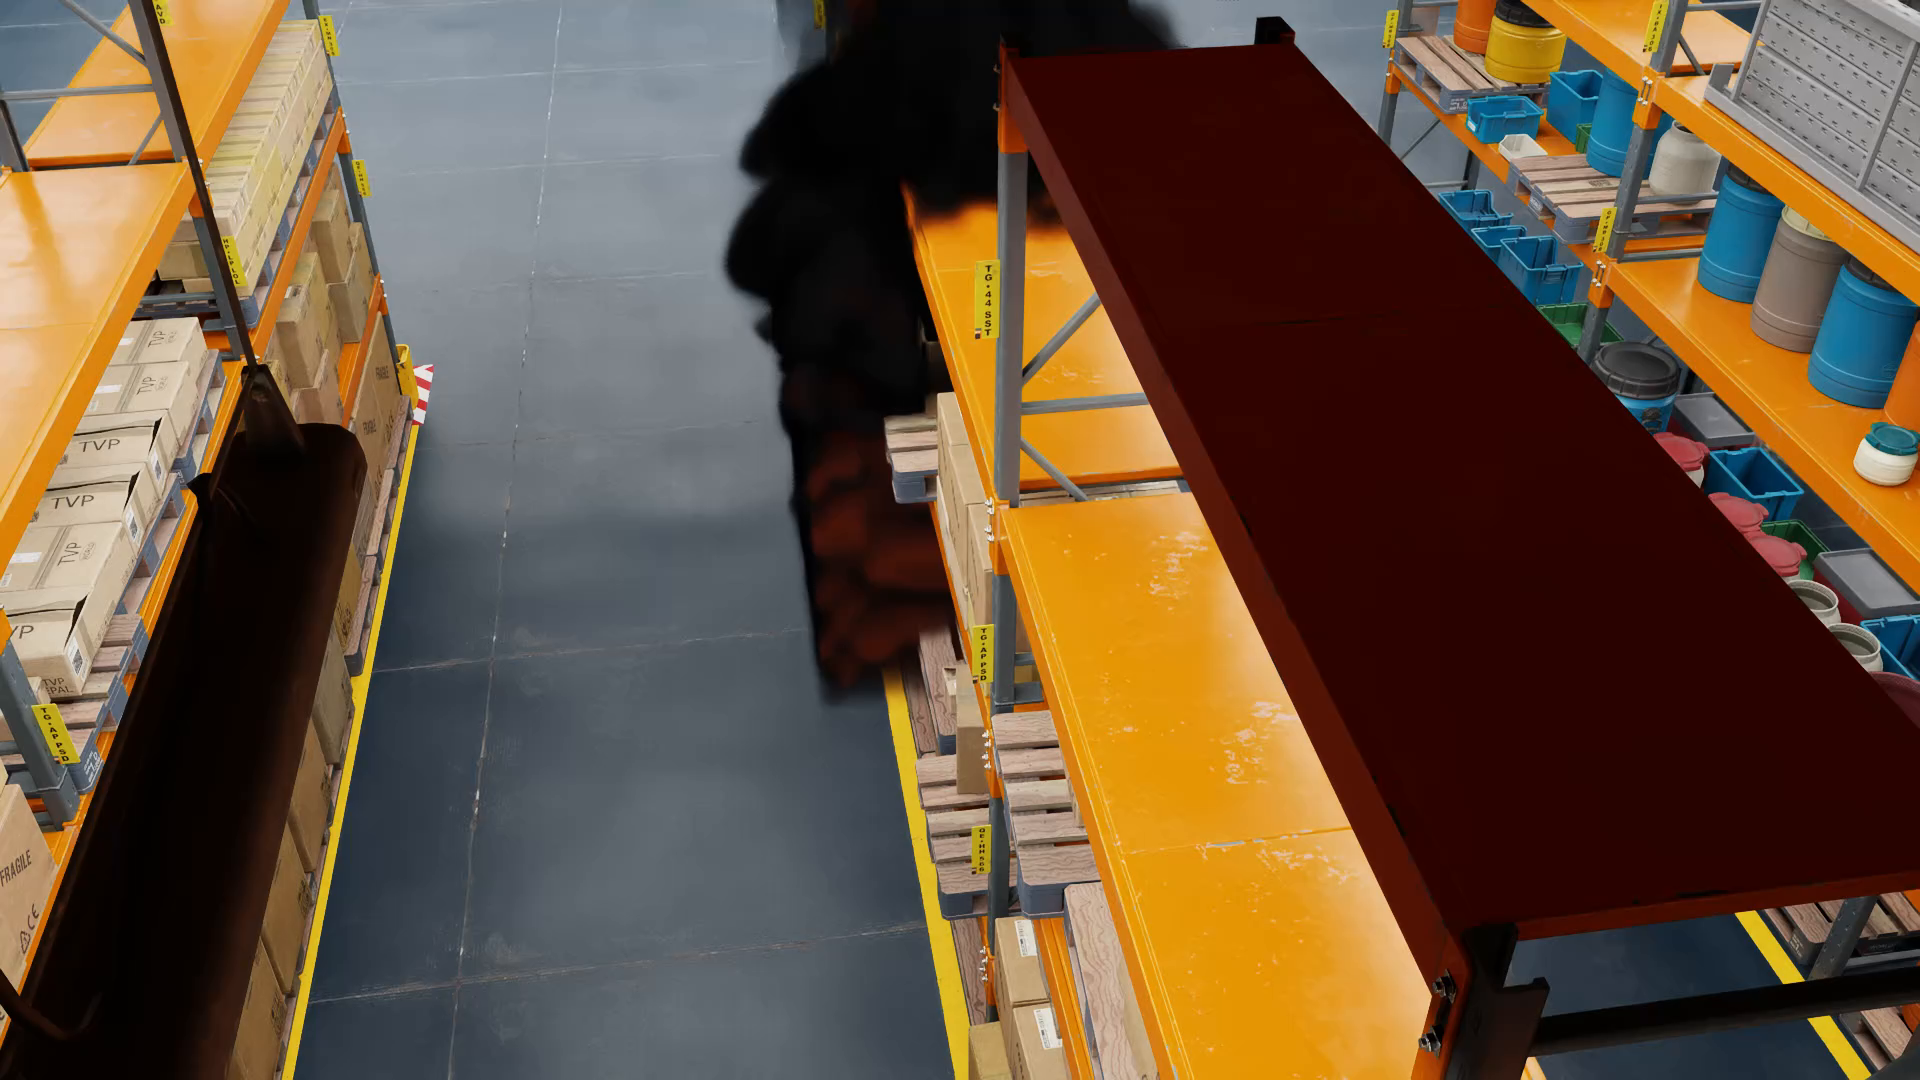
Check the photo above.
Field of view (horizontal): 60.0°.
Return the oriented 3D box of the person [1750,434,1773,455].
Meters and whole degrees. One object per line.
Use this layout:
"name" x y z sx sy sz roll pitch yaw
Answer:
"person" 6.729 -1.335 13.882 0.555 1.620 0.556 -11 38 -15
